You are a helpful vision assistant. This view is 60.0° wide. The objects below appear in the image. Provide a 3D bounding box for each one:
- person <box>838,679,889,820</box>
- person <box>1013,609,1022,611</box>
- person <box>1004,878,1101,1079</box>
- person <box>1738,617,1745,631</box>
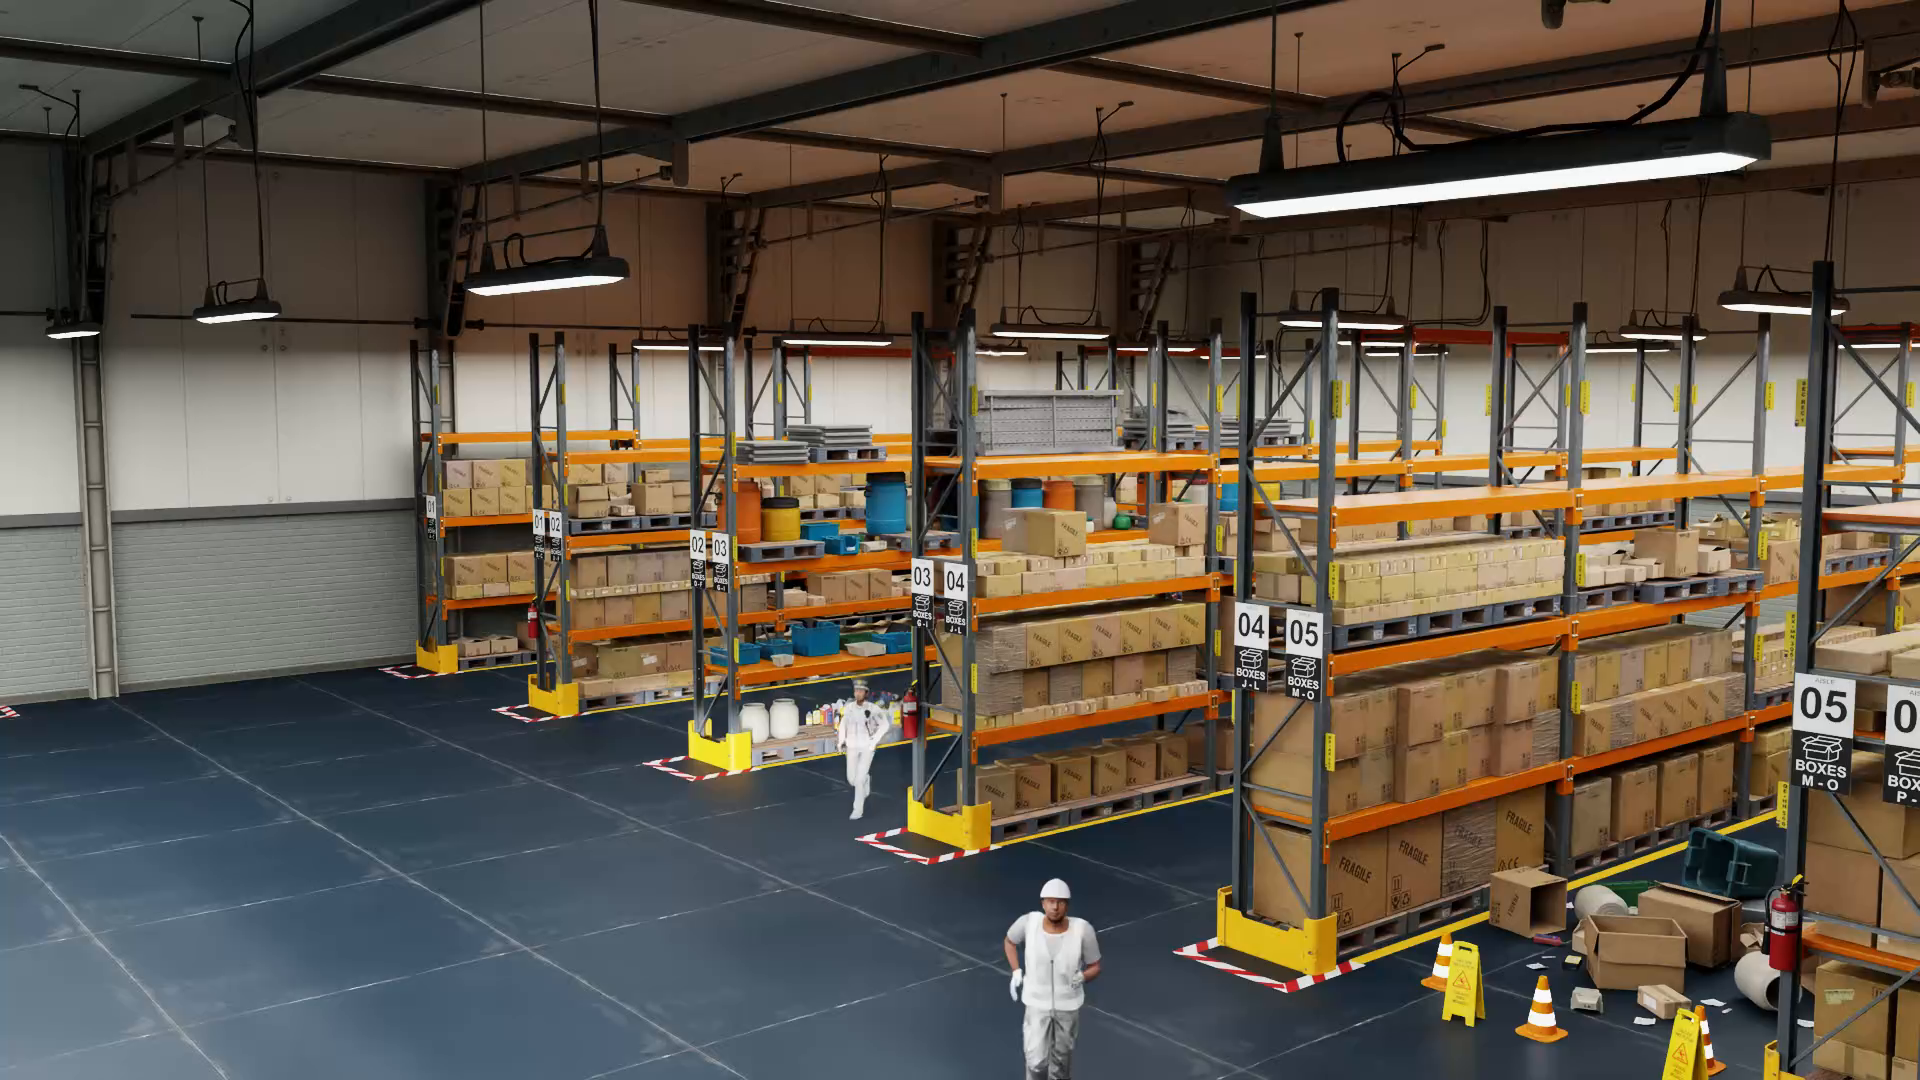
[{"bbox_3d":[-1.165,2.500,20.095,0.627,1.678,0.643,2,6,16],"label":"person"},{"bbox_3d":[0.962,1.628,28.709,0.678,1.745,0.808,5,7,44],"label":"person"},{"bbox_3d":[0.641,3.230,11.431,0.655,1.841,0.776,0,5,-1],"label":"person"},{"bbox_3d":[11.546,2.035,24.439,0.762,1.824,0.672,-4,6,-34],"label":"person"}]
